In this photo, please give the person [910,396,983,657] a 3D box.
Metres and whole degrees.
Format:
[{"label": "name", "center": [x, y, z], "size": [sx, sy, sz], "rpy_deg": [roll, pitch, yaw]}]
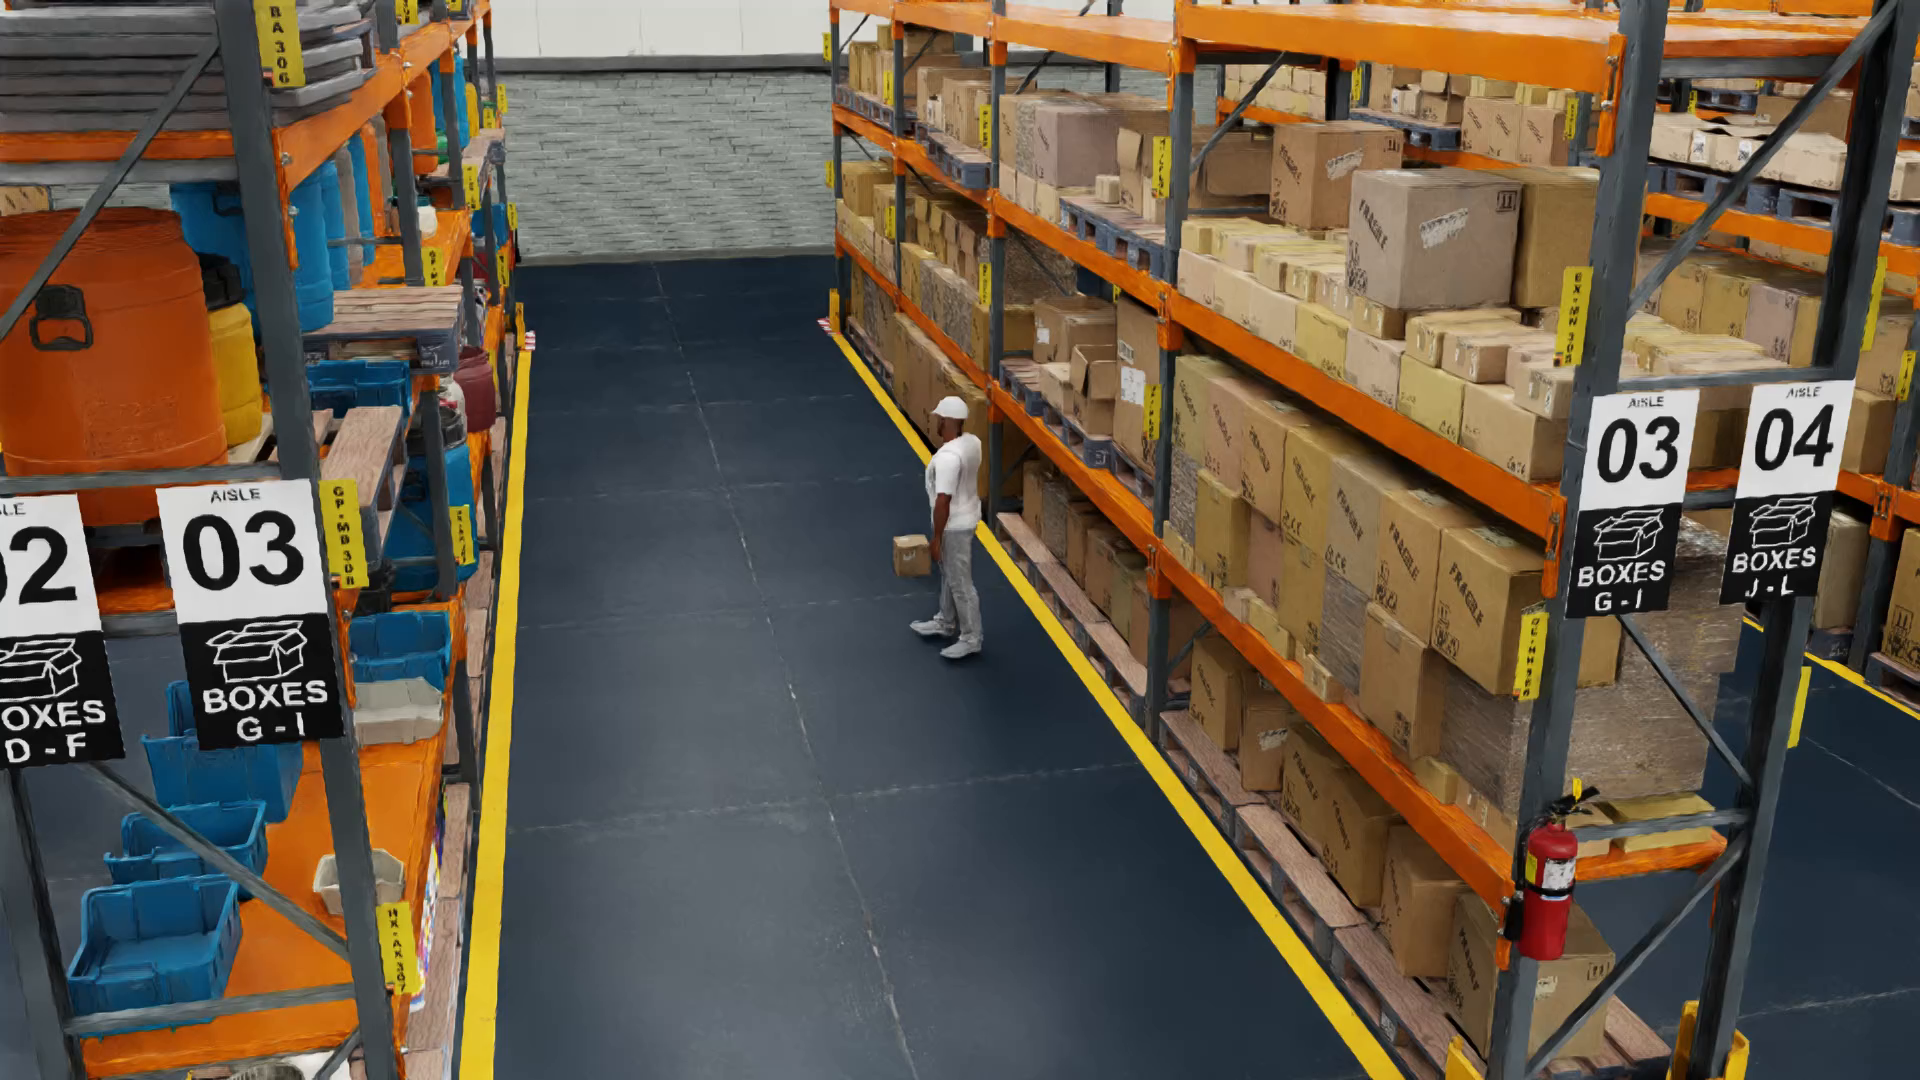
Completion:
[{"label": "person", "center": [-0.092, -0.125, 11.313], "size": [0.572, 1.763, 0.675], "rpy_deg": [4, 20, 12]}]
